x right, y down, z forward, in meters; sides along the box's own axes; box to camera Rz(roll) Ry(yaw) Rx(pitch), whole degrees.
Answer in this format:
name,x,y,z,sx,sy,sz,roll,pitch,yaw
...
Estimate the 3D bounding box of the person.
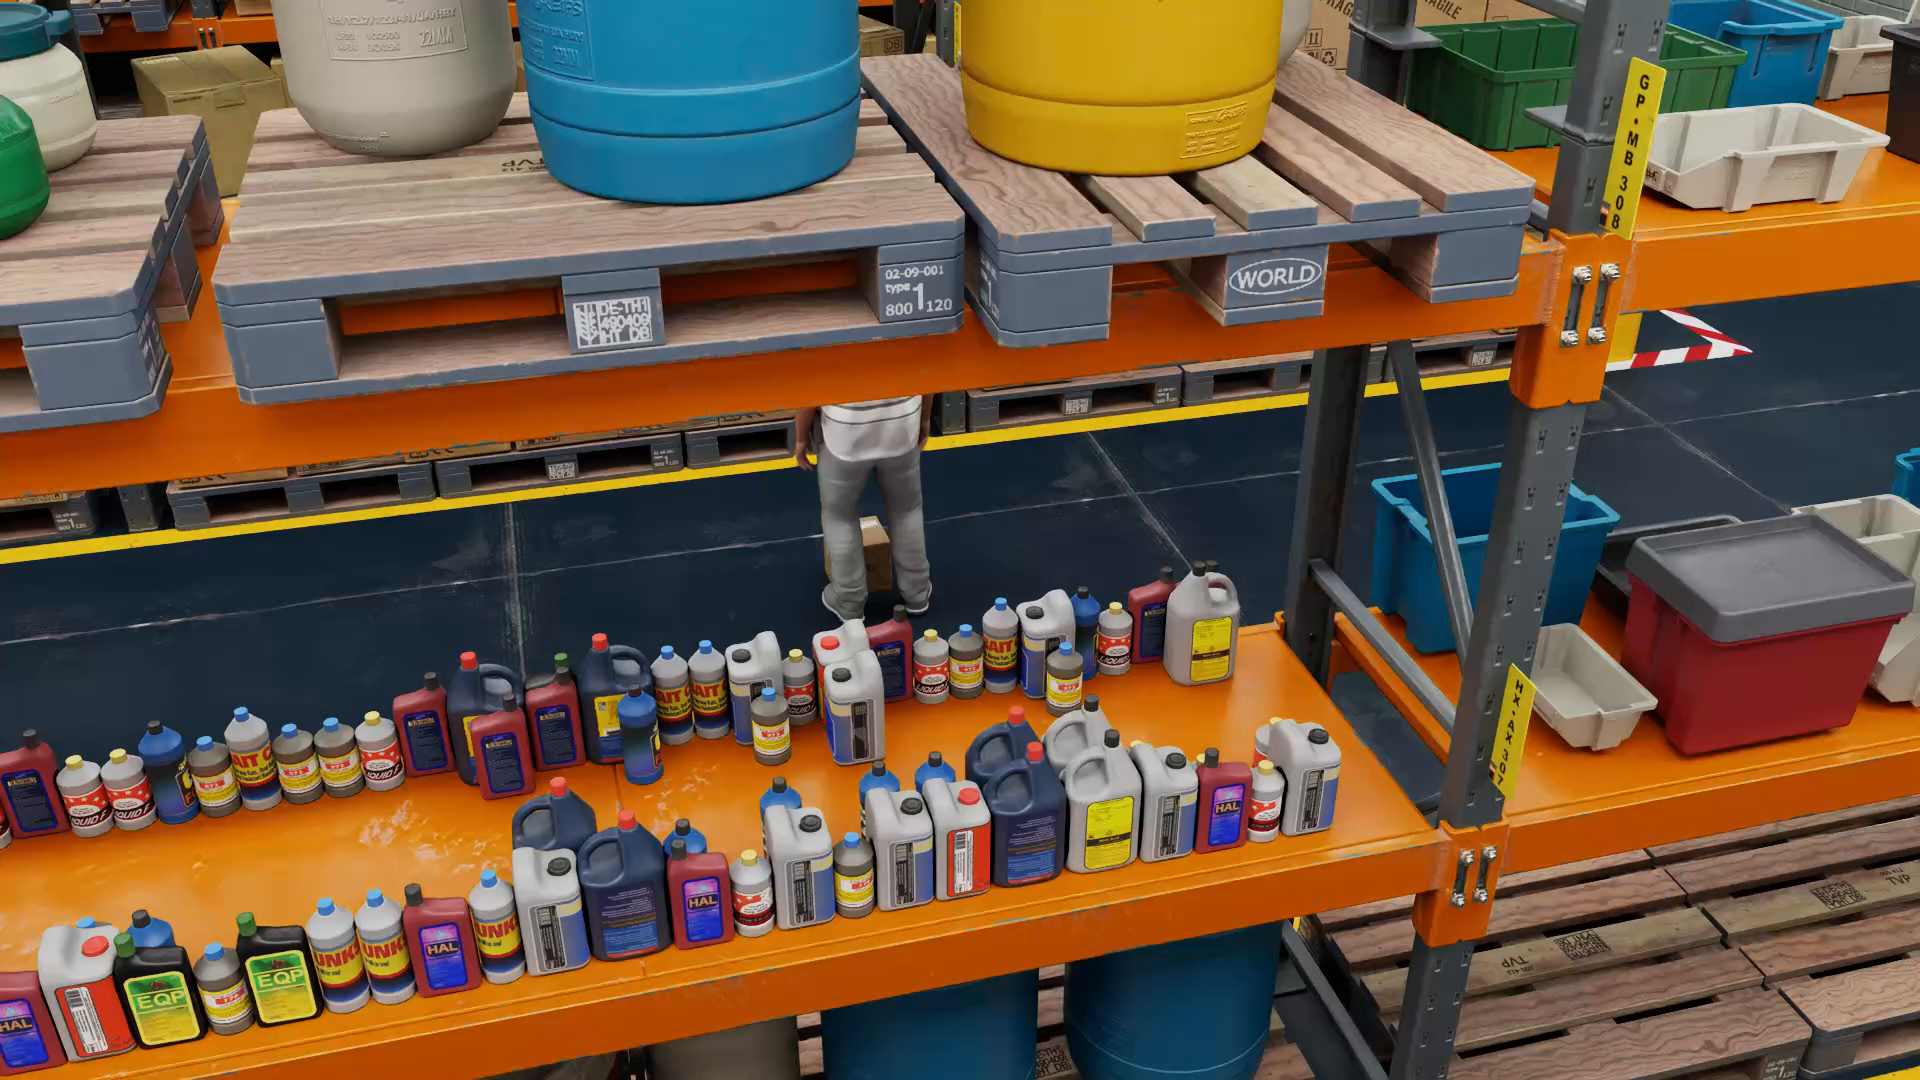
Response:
name,x,y,z,sx,sy,sz,roll,pitch,yaw
person,-0.383,-0.443,6.886,0.606,1.749,0.429,-9,31,-16
